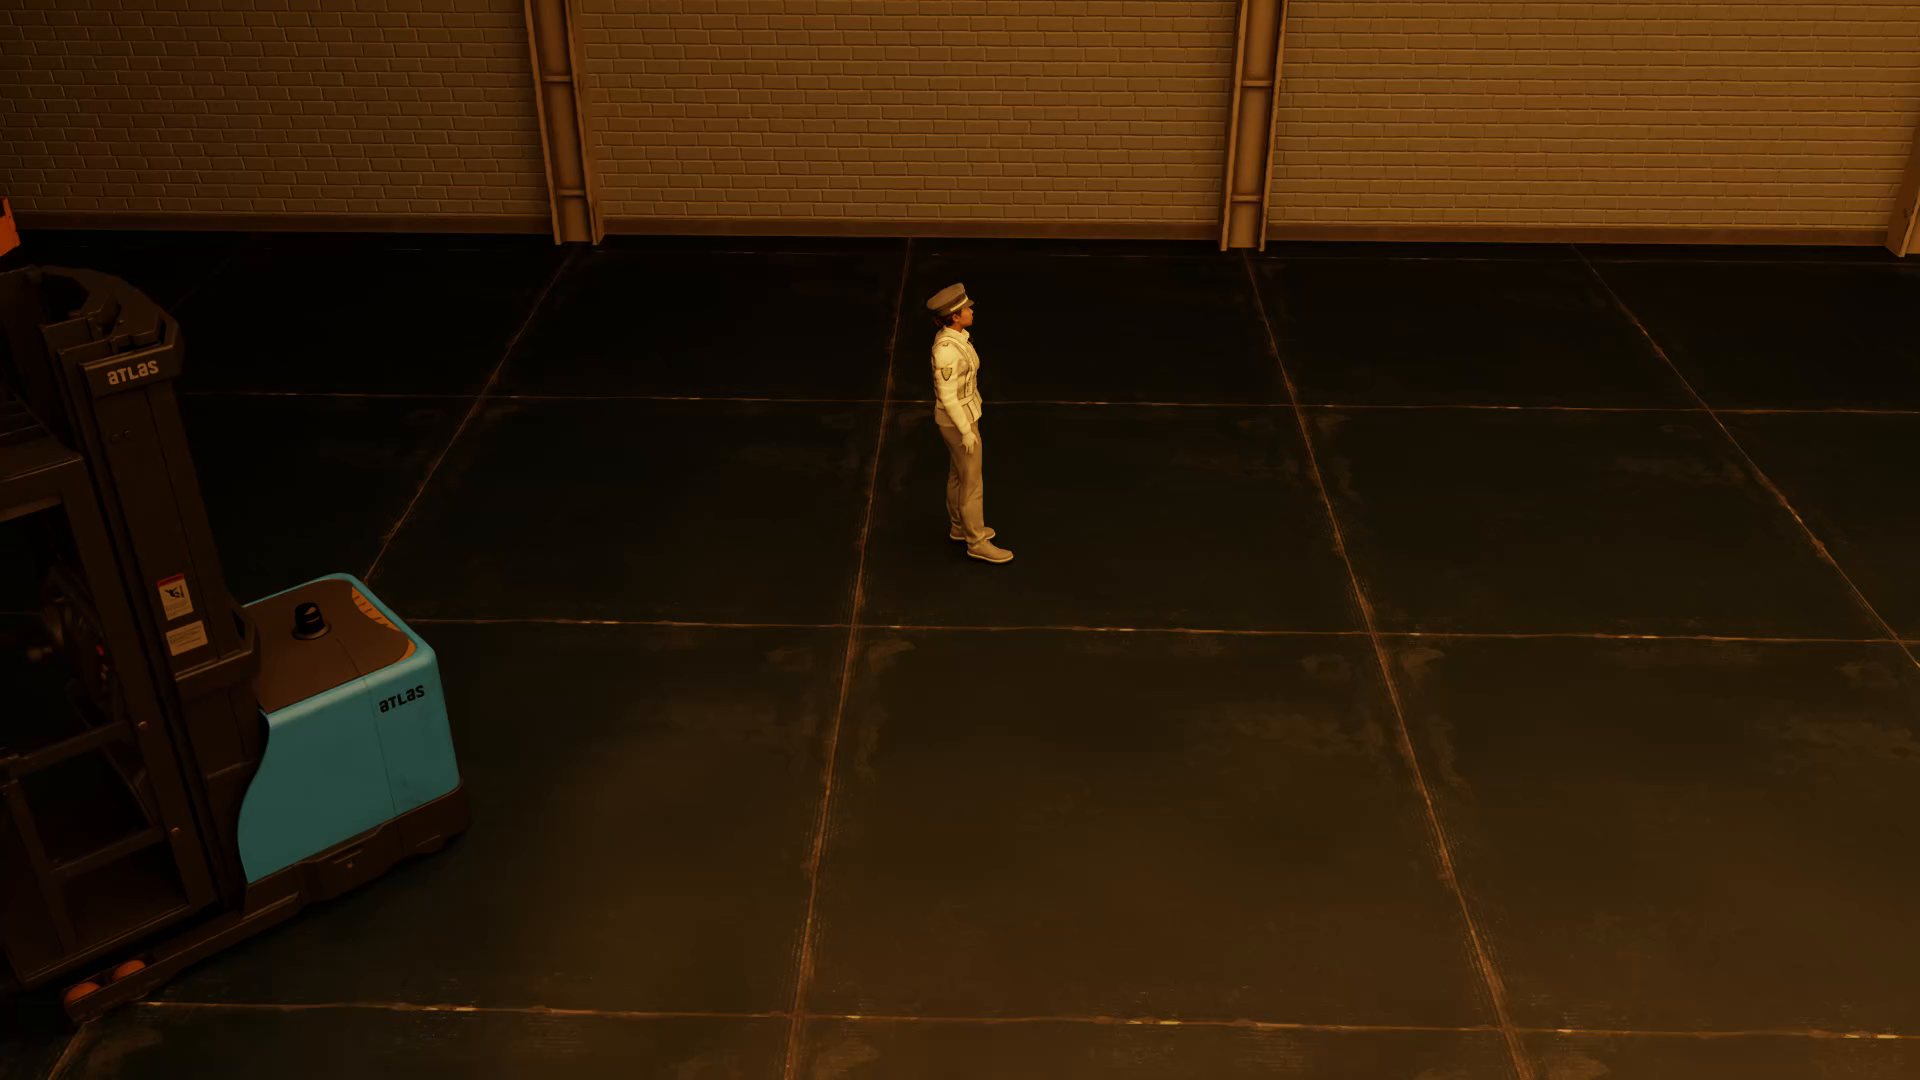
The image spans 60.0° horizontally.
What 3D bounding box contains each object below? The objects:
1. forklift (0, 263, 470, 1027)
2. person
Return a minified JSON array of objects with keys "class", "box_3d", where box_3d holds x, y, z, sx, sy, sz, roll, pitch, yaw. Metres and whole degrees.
[{"class":"forklift","box_3d":[-3.810,0.478,6.804,3.031,2.935,1.130,-24,38,-35]},{"class":"person","box_3d":[0.069,-0.732,10.058,0.530,1.694,0.586,1,31,1]}]
